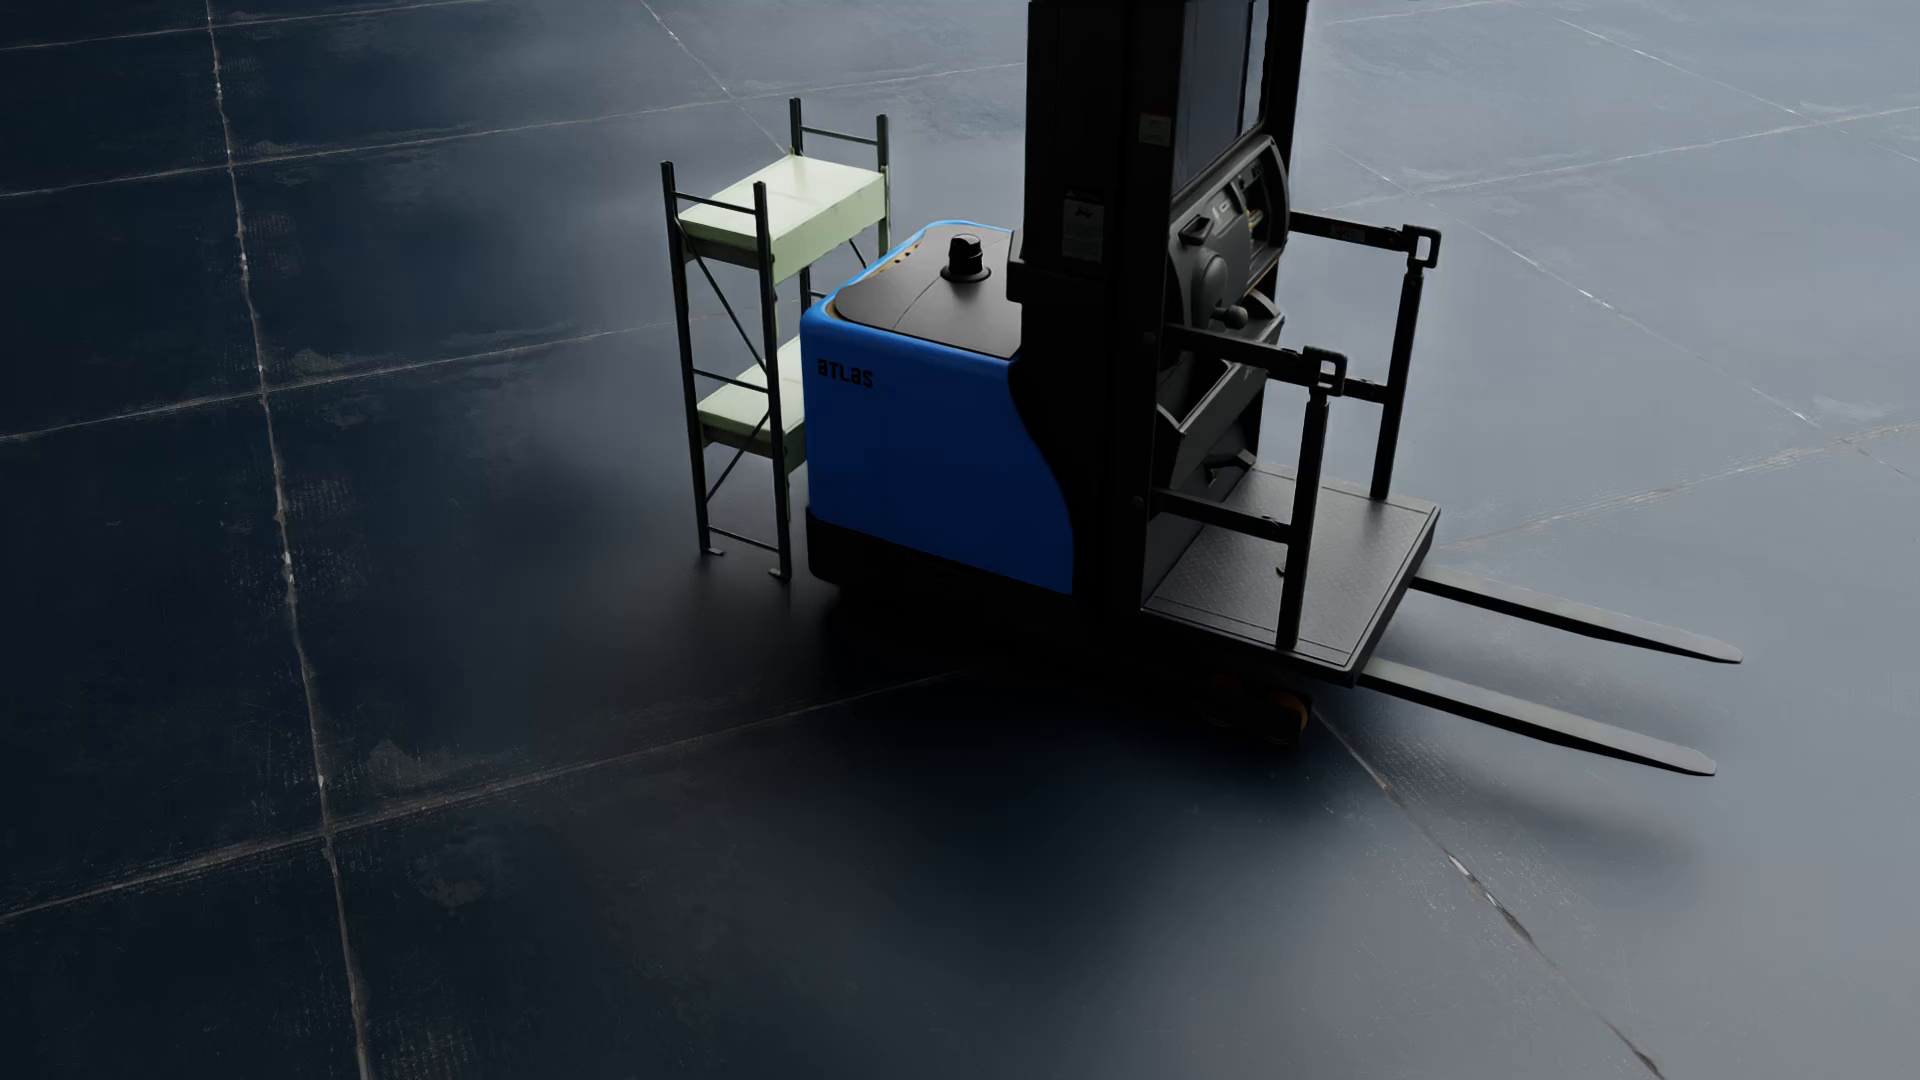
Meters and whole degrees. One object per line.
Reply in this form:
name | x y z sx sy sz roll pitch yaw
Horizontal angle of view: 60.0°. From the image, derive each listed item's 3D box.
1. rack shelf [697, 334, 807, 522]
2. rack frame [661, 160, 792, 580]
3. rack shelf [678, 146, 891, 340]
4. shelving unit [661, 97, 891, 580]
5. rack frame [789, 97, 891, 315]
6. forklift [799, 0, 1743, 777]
rack shelf | -0.609 -0.444 6.156 0.431 0.370 0.720 17 37 24
rack frame | -0.789 -0.544 5.711 0.400 1.500 0.023 17 37 24
rack shelf | -0.609 -1.045 5.765 0.431 0.370 0.720 17 37 24
shelving unit | -0.609 -0.718 5.978 0.431 1.500 0.755 17 37 24
rack frame | -0.428 -0.891 6.245 0.400 1.500 0.023 17 37 24
forklift | 1.001 -0.913 4.966 3.031 2.935 1.130 16 36 23
